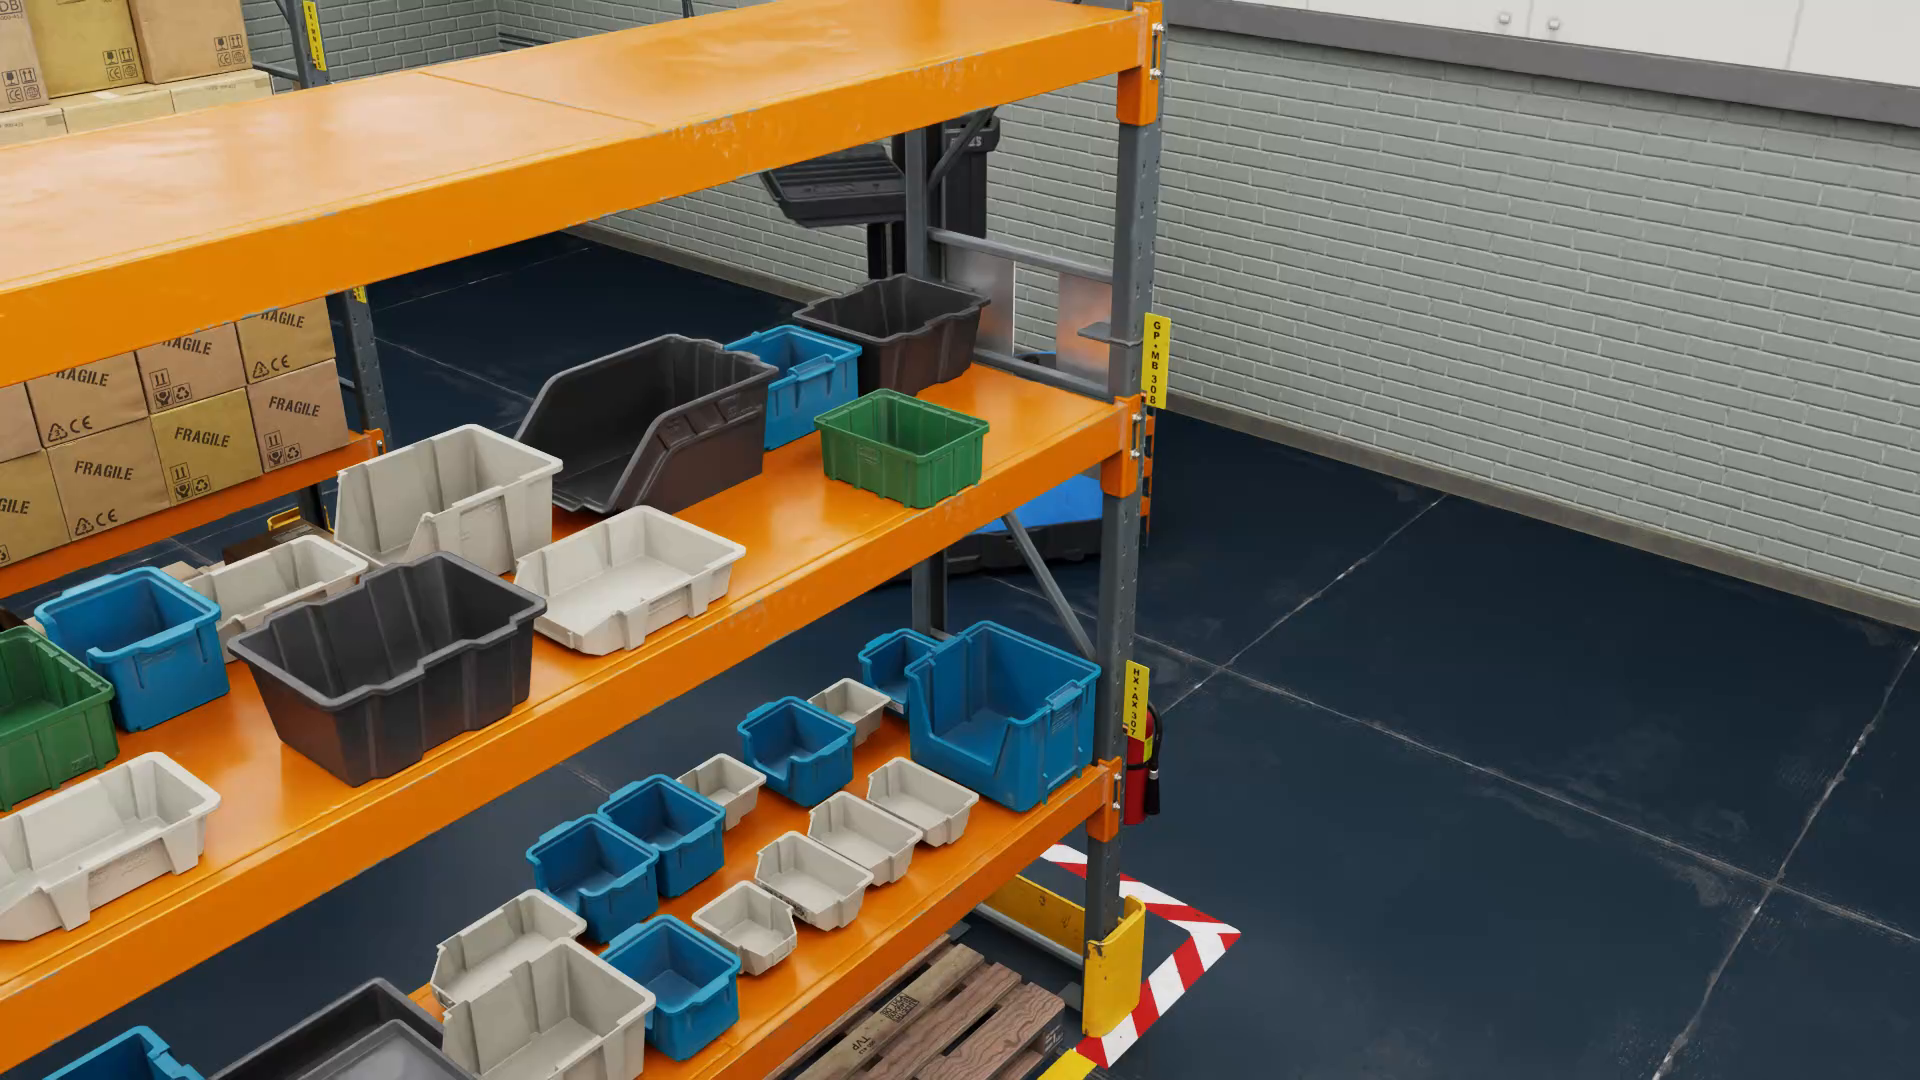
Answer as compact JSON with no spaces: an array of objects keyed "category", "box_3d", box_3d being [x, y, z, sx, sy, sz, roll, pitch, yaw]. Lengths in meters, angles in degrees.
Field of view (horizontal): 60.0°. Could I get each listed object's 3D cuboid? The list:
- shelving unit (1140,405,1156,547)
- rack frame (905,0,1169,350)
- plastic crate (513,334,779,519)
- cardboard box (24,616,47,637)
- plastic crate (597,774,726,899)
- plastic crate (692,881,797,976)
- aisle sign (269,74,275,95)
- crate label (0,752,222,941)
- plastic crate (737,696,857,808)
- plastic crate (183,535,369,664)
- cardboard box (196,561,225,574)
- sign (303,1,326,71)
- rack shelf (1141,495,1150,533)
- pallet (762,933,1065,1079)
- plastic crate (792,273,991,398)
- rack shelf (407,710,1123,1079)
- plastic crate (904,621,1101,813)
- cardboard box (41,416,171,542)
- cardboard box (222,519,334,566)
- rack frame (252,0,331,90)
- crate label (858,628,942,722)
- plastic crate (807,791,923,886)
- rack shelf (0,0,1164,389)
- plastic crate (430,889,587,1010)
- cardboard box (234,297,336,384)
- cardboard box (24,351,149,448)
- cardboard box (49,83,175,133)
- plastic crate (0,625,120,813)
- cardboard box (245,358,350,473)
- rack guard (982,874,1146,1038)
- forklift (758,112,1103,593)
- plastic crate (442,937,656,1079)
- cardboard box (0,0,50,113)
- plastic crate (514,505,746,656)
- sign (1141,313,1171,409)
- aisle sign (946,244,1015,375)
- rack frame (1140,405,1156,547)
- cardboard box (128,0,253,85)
[{"category":"shelving unit","box_3d":[1.062,-0.433,10.576,0.252,1.050,0.215,-14,31,-25]},{"category":"rack frame","box_3d":[0.227,-2.140,5.225,1.000,3.000,0.127,21,34,34]},{"category":"plastic crate","box_3d":[-0.957,-0.319,5.036,0.504,0.338,0.767,21,34,34]},{"category":"cardboard box","box_3d":[-4.793,0.566,9.037,0.500,0.250,0.500,21,34,34]},{"category":"plastic crate","box_3d":[-1.021,1.030,5.742,0.416,0.233,0.300,21,34,34]},{"category":"plastic crate","box_3d":[-0.680,1.272,5.380,0.298,0.136,0.250,21,34,34]},{"category":"aisle sign","box_3d":[-3.776,-2.189,9.019,0.394,0.787,0.004,21,34,34]},{"category":"crate label","box_3d":[-1.783,0.639,3.405,0.293,0.136,0.466,21,34,34]},{"category":"plastic crate","box_3d":[-0.603,0.797,6.193,0.416,0.233,0.300,21,34,34]},{"category":"plastic crate","box_3d":[-1.802,0.166,4.320,0.293,0.136,0.466,21,34,34]},{"category":"cardboard box","box_3d":[-4.283,0.275,9.690,0.380,0.166,0.250,21,34,34]},{"category":"sign","box_3d":[-3.177,-2.481,8.184,0.100,0.325,0.005,21,34,34]},{"category":"rack shelf","box_3d":[1.062,-0.177,10.708,0.240,0.259,0.215,-14,31,-25]},{"category":"pallet","box_3d":[-0.327,2.044,6.701,1.003,0.211,1.213,21,34,34]},{"category":"plastic crate","box_3d":[-0.233,-0.695,5.838,0.497,0.269,0.590,21,34,34]},{"category":"rack shelf","box_3d":[-1.045,1.553,5.398,1.077,0.370,4.000,21,34,34]},{"category":"plastic crate","box_3d":[0.158,0.656,6.246,0.616,0.435,0.499,21,34,34]},{"category":"cardboard box","box_3d":[-4.316,-0.370,8.224,0.500,0.500,0.500,21,34,35]},{"category":"cardboard box","box_3d":[-3.748,0.255,9.366,0.500,0.500,0.500,21,34,34]},{"category":"rack frame","box_3d":[-3.593,-3.589,8.026,1.000,3.000,0.127,21,34,34]},{"category":"crate label","box_3d":[-0.184,0.564,6.645,0.416,0.233,0.303,21,34,34]},{"category":"plastic crate","box_3d":[-0.347,1.056,5.798,0.396,0.136,0.243,21,34,34]},{"category":"rack shelf","box_3d":[-1.045,-0.934,4.111,1.077,0.370,4.000,21,34,34]},{"category":"plastic crate","box_3d":[-1.441,1.328,5.272,0.293,0.136,0.466,21,34,34]},{"category":"cardboard box","box_3d":[-3.664,-1.175,8.691,0.500,0.500,0.500,20,34,34]},{"category":"cardboard box","box_3d":[-4.310,-0.810,7.986,0.500,0.500,0.500,22,34,36]},{"category":"cardboard box","box_3d":[-4.040,-1.978,7.795,0.500,0.250,0.500,21,34,34]},{"category":"plastic crate","box_3d":[-2.281,0.466,3.682,0.450,0.188,0.662,21,34,34]},{"category":"cardboard box","box_3d":[-3.667,-0.730,8.920,0.500,0.500,0.500,22,35,36]},{"category":"rack guard","box_3d":[0.232,1.623,7.201,1.175,0.500,0.348,21,34,34]},{"category":"forklift","box_3d":[-0.635,-1.222,10.054,3.031,2.935,1.130,-7,28,-13]},{"category":"plastic crate","box_3d":[-1.204,1.481,4.818,0.437,0.282,0.530,21,34,34]},{"category":"cardboard box","box_3d":[-4.526,-2.197,7.403,0.700,0.500,0.500,21,34,34]},{"category":"plastic crate","box_3d":[-0.896,0.115,4.418,0.437,0.136,0.530,21,34,34]},{"category":"sign","box_3d":[0.662,-0.606,5.638,0.100,0.325,0.005,21,34,34]},{"category":"aisle sign","box_3d":[0.044,-0.742,6.223,0.394,0.787,0.004,21,34,34]},{"category":"rack frame","box_3d":[1.169,-0.460,10.628,0.008,1.050,0.200,-14,31,-25]},{"category":"cardboard box","box_3d":[-3.907,-2.558,8.101,0.700,0.500,0.500,21,34,34]}]
